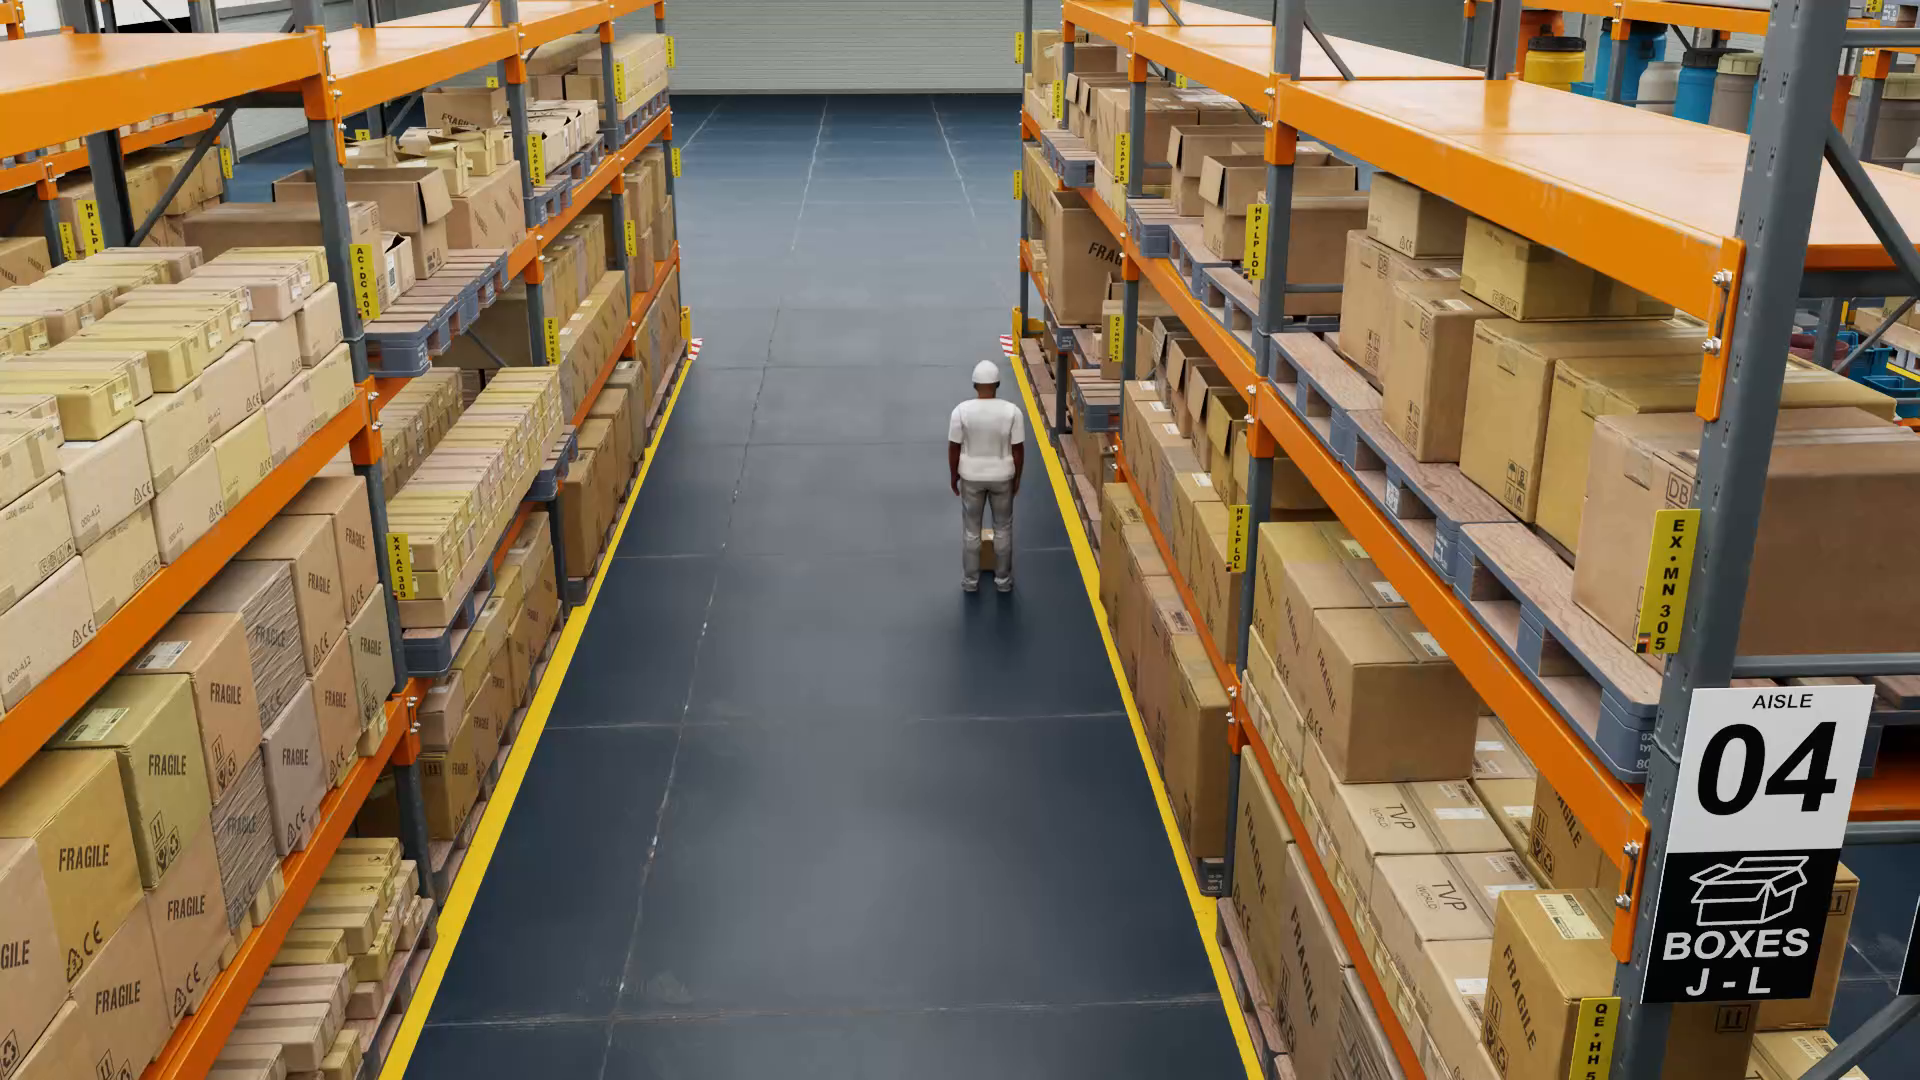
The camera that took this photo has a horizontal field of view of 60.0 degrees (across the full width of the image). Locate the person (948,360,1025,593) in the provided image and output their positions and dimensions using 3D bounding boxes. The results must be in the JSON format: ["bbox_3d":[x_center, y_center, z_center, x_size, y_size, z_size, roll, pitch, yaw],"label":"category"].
[{"bbox_3d":[0.194,-0.468,12.308,0.563,1.766,0.369,0,20,1],"label":"person"}]
